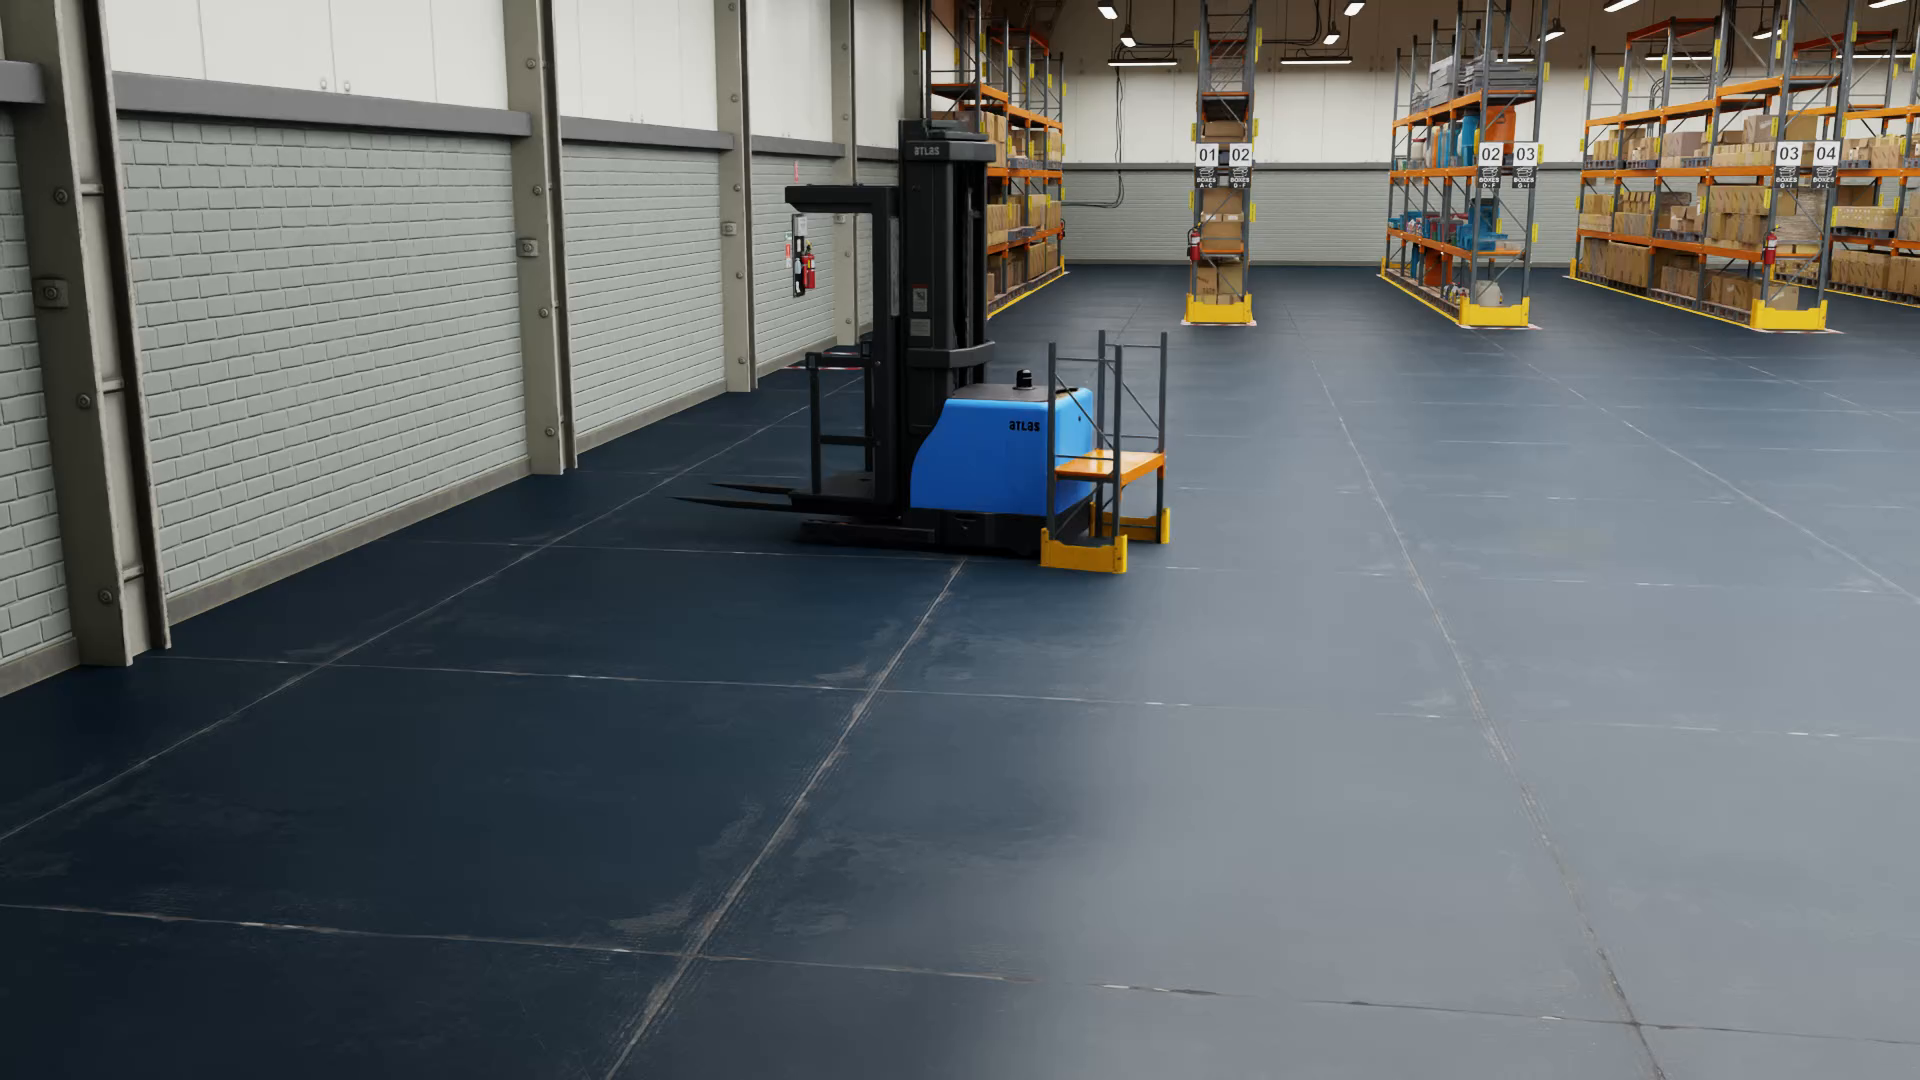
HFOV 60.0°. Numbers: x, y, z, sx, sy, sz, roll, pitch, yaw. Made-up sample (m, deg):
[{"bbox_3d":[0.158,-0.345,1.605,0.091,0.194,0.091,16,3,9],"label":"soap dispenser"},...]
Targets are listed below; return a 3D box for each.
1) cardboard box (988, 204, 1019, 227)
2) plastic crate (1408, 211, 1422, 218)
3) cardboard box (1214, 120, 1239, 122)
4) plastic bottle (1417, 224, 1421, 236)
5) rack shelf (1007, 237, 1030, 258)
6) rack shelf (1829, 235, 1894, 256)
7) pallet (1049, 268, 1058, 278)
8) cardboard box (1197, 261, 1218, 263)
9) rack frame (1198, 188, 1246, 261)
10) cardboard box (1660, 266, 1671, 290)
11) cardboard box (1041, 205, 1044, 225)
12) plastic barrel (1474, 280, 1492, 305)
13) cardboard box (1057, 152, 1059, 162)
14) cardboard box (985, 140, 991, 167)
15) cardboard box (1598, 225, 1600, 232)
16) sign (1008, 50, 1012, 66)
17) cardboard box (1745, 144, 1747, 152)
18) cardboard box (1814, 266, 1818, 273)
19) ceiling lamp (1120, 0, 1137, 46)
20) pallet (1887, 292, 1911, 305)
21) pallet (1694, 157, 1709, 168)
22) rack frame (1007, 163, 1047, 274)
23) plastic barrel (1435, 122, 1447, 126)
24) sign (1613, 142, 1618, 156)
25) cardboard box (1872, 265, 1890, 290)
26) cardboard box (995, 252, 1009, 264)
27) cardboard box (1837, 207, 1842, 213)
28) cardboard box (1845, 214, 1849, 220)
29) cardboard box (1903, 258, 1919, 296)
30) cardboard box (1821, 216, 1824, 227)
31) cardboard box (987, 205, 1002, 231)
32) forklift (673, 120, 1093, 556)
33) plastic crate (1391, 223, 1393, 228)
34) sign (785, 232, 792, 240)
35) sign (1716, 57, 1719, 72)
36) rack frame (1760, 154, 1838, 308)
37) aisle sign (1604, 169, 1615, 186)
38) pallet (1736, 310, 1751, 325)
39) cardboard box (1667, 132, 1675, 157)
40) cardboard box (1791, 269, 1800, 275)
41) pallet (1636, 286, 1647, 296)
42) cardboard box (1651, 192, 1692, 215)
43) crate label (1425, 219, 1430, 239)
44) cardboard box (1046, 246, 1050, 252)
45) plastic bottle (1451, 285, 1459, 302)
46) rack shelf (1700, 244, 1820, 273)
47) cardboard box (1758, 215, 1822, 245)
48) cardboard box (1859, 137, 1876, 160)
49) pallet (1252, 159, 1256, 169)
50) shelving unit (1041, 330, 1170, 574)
[{"bbox_3d":[0.983,-7.375,37.812,0.700,0.500,0.500,1,12,3],"label":"cardboard box"},{"bbox_3d":[12.257,-8.641,44.744,0.616,0.435,0.499,2,12,9],"label":"plastic crate"},{"bbox_3d":[5.518,-8.426,34.429,0.500,0.500,0.500,2,12,9],"label":"cardboard box"},{"bbox_3d":[10.665,-7.193,38.554,0.097,0.271,0.097,0,12,0],"label":"plastic bottle"},{"bbox_3d":[0.797,-6.558,37.012,1.077,0.370,4.000,2,12,9],"label":"rack shelf"},{"bbox_3d":[20.980,-6.728,37.798,1.077,0.370,4.000,2,12,9],"label":"rack shelf"},{"bbox_3d":[2.099,-7.206,44.930,1.003,0.211,1.213,2,12,9],"label":"pallet"},{"bbox_3d":[4.934,-5.371,33.544,0.500,0.500,0.500,2,12,9],"label":"cardboard box"},{"bbox_3d":[5.384,-6.334,34.263,1.000,3.000,0.127,2,12,9],"label":"rack frame"},{"bbox_3d":[15.704,-5.698,36.200,0.700,0.500,0.500,1,12,6],"label":"cardboard box"},{"bbox_3d":[1.829,-8.152,41.709,0.500,0.500,0.500,2,12,9],"label":"cardboard box"},{"bbox_3d":[9.766,-4.573,31.000,0.421,0.512,0.421,0,12,0],"label":"plastic barrel"},{"bbox_3d":[2.405,-10.369,44.990,0.500,0.250,0.500,1,12,7],"label":"cardboard box"},{"bbox_3d":[0.290,-7.358,31.611,0.500,0.500,0.500,3,12,12],"label":"cardboard box"},{"bbox_3d":[16.284,-7.843,41.862,0.380,0.149,0.250,2,12,10],"label":"cardboard box"},{"bbox_3d":[1.022,-9.900,34.166,0.100,0.325,0.005,2,12,9],"label":"sign"},{"bbox_3d":[14.587,-7.161,30.393,0.380,0.149,0.250,1,12,6],"label":"cardboard box"},{"bbox_3d":[21.052,-6.585,40.494,0.380,0.149,0.250,1,12,6],"label":"cardboard box"},{"bbox_3d":[4.363,-13.680,40.257,0.800,3.185,2.000,2,12,9],"label":"ceiling lamp"},{"bbox_3d":[20.477,-5.138,35.334,1.003,0.211,1.213,2,12,9],"label":"pallet"},{"bbox_3d":[15.372,-7.512,33.054,1.213,0.211,1.003,2,12,9],"label":"pallet"},{"bbox_3d":[1.719,-8.159,42.732,1.000,3.000,0.127,2,12,9],"label":"rack frame"},{"bbox_3d":[10.984,-9.005,37.521,0.600,0.830,0.708,2,12,9],"label":"plastic barrel"},{"bbox_3d":[15.854,-9.453,40.201,0.100,0.325,0.005,2,12,9],"label":"sign"},{"bbox_3d":[20.516,-5.792,36.684,0.500,0.500,0.500,2,12,8],"label":"cardboard box"},{"bbox_3d":[0.821,-6.310,37.264,0.500,0.250,0.500,2,12,8],"label":"cardboard box"},{"bbox_3d":[20.694,-7.690,38.745,0.380,0.149,0.250,2,12,9],"label":"cardboard box"},{"bbox_3d":[20.617,-7.438,38.281,0.380,0.149,0.250,2,12,11],"label":"cardboard box"},{"bbox_3d":[20.359,-5.462,34.563,1.050,0.750,0.750,2,12,10],"label":"cardboard box"},{"bbox_3d":[21.083,-7.800,40.122,0.500,0.500,0.500,2,12,9],"label":"cardboard box"},{"bbox_3d":[0.563,-6.480,33.468,0.500,0.500,0.500,2,12,7],"label":"cardboard box"},{"bbox_3d":[-0.604,-1.492,11.959,3.031,2.935,1.130,4,13,19],"label":"forklift"},{"bbox_3d":[11.525,-8.325,43.986,0.250,0.136,0.298,2,12,9],"label":"plastic crate"},{"bbox_3d":[-2.391,-4.238,23.195,0.001,0.109,0.331,2,12,9],"label":"sign"},{"bbox_3d":[16.325,-10.257,35.823,0.100,0.325,0.005,2,12,9],"label":"sign"},{"bbox_3d":[14.557,-5.179,28.906,1.000,3.000,0.127,2,12,9],"label":"rack frame"},{"bbox_3d":[17.325,-9.786,44.112,0.394,0.787,0.004,2,12,9],"label":"aisle sign"},{"bbox_3d":[14.729,-4.000,30.053,1.003,0.211,1.213,2,12,9],"label":"pallet"},{"bbox_3d":[15.379,-8.409,35.350,0.500,0.500,0.500,2,12,9],"label":"cardboard box"},{"bbox_3d":[21.298,-6.777,42.091,0.380,0.149,0.250,1,12,6],"label":"cardboard box"},{"bbox_3d":[15.983,-5.643,37.678,1.003,0.211,1.213,2,12,9],"label":"pallet"},{"bbox_3d":[15.916,-7.536,37.221,0.797,0.503,0.637,2,12,11],"label":"cardboard box"},{"bbox_3d":[10.473,-6.824,36.456,0.502,0.435,0.616,2,12,9],"label":"crate label"},{"bbox_3d":[2.169,-7.677,43.893,0.380,0.149,0.250,2,12,11],"label":"cardboard box"},{"bbox_3d":[9.621,-4.772,32.257,0.144,0.351,0.185,2,12,11],"label":"plastic bottle"},{"bbox_3d":[14.865,-5.244,30.914,1.077,0.370,4.000,2,12,9],"label":"rack shelf"},{"bbox_3d":[14.669,-5.487,29.392,0.875,0.500,0.500,2,12,9],"label":"cardboard box"},{"bbox_3d":[20.921,-8.900,37.811,0.797,0.503,0.637,2,12,8],"label":"cardboard box"},{"bbox_3d":[5.983,-8.396,37.162,1.213,0.211,1.003,2,12,11],"label":"pallet"},{"bbox_3d":[1.019,-0.637,11.388,0.587,1.500,1.083,5,13,23],"label":"shelving unit"}]
